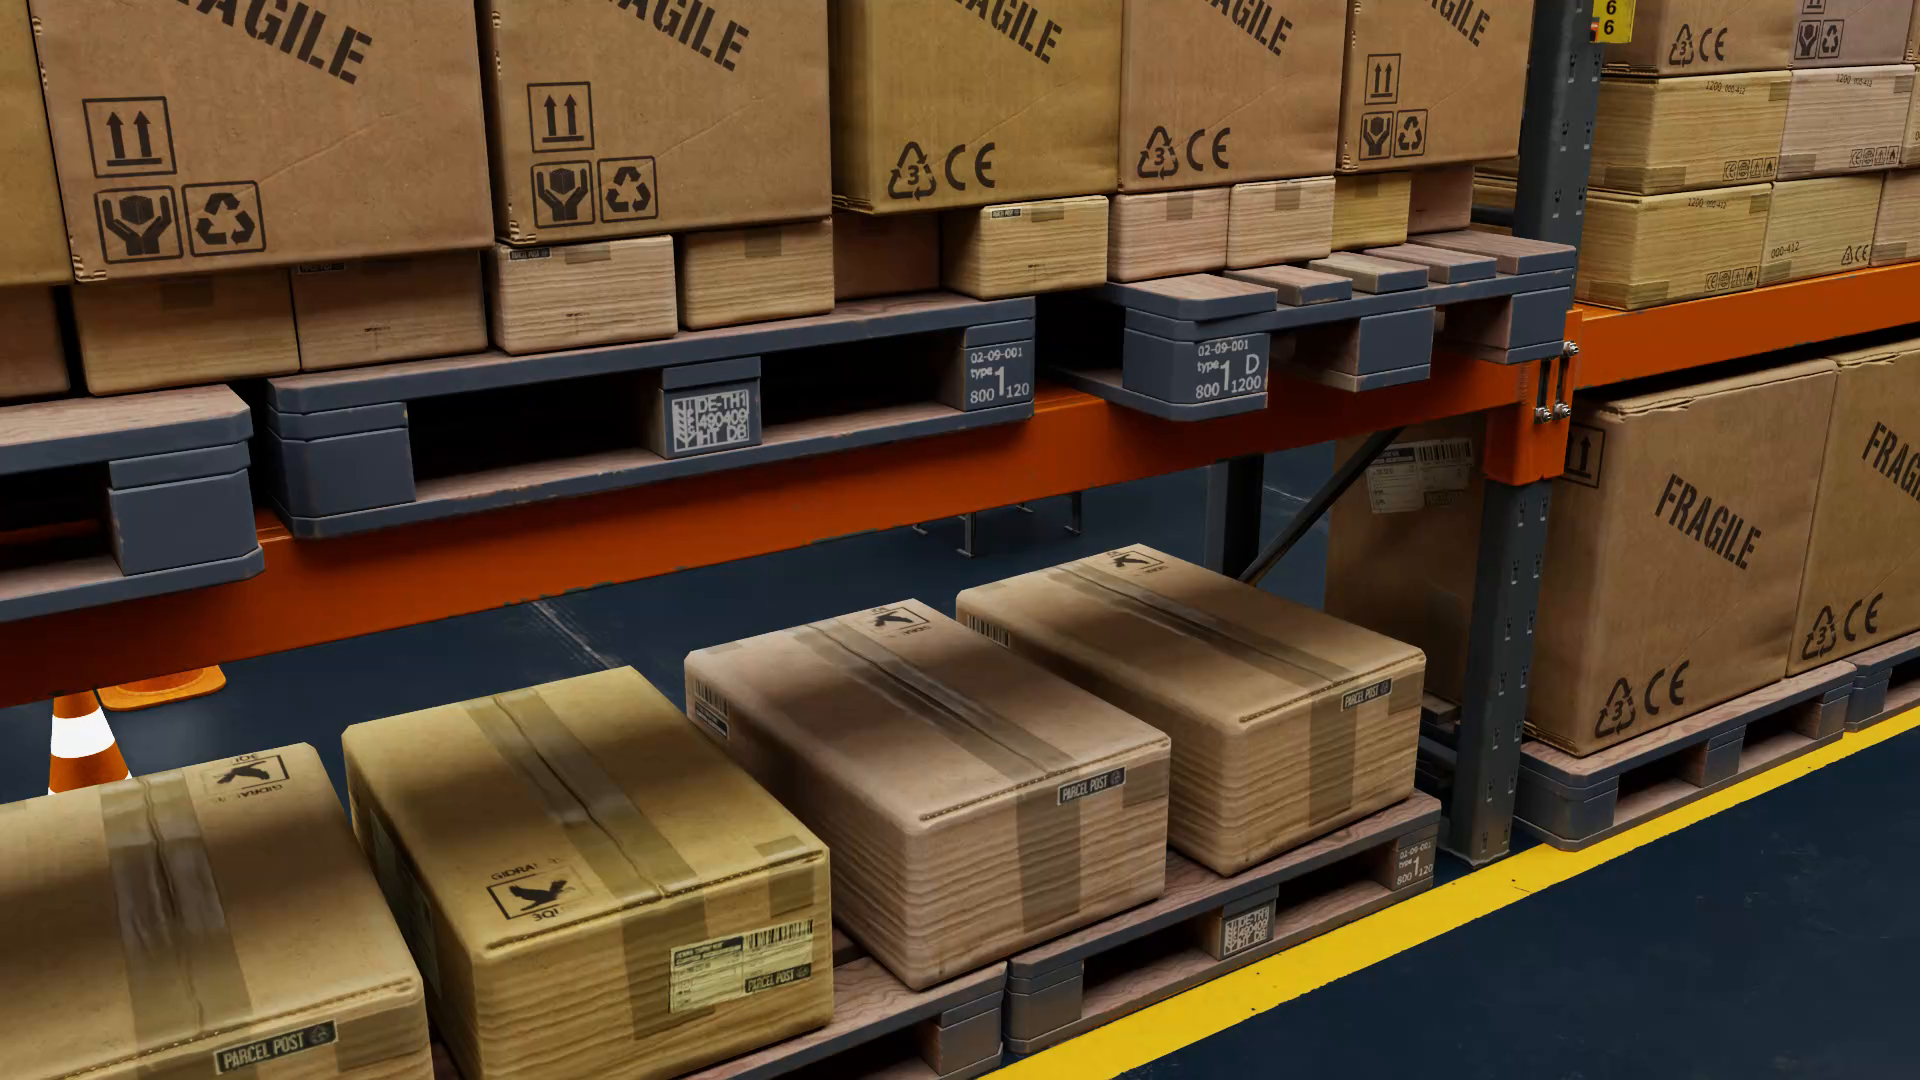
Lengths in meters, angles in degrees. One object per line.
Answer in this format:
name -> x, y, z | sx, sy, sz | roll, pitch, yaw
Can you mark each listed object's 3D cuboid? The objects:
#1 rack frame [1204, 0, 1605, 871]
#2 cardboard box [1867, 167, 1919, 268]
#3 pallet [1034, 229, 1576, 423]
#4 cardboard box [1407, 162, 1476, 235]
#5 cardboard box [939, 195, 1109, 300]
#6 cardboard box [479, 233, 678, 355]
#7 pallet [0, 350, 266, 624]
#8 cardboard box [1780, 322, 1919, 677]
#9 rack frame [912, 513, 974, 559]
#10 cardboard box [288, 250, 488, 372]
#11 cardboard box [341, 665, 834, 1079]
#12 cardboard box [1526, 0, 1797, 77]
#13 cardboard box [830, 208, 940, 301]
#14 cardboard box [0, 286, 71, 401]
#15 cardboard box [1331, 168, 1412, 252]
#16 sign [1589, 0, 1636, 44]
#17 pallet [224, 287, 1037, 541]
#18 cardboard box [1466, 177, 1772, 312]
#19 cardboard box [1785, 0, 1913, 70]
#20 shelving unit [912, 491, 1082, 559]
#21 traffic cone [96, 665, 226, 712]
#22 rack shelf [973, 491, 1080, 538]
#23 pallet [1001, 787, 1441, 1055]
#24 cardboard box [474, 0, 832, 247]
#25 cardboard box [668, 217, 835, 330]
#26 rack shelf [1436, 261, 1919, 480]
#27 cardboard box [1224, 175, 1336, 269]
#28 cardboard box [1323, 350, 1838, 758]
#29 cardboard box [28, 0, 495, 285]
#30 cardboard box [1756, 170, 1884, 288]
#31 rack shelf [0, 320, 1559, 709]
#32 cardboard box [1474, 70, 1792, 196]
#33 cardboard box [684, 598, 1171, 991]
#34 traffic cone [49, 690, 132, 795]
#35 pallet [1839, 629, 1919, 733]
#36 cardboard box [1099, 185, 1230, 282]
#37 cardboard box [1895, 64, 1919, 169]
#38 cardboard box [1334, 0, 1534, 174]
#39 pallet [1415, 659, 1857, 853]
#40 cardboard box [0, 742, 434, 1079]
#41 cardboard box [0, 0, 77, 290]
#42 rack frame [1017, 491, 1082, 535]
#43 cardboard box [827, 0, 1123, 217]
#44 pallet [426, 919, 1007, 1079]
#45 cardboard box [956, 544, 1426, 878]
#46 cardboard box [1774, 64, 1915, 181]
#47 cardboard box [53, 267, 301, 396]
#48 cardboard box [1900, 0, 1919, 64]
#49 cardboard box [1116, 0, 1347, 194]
rack frame -> 0.993, -0.784, 3.879 | 0.127, 3.000, 1.000 | -12, 22, -31
cardboard box -> 2.401, -0.917, 4.509 | 0.500, 0.250, 0.500 | -11, 22, -30
pallet -> 0.457, -0.539, 3.454 | 1.003, 0.211, 1.213 | -12, 22, -31
cardboard box -> 0.849, -0.743, 3.495 | 0.250, 0.149, 0.380 | -11, 22, -29
cardboard box -> 0.042, -0.525, 2.852 | 0.250, 0.149, 0.380 | -11, 22, -30
cardboard box -> -0.608, -0.394, 2.463 | 0.250, 0.149, 0.380 | -11, 22, -29
pallet -> -1.629, -0.084, 2.109 | 1.213, 0.211, 1.003 | -12, 22, -31
cardboard box -> 2.363, -0.231, 4.907 | 0.875, 0.875, 0.875 | -12, 22, -31
rack frame -> -0.066, -0.981, 5.868 | 0.015, 2.100, 0.400 | -12, 22, -31
cardboard box -> -0.859, -0.361, 2.365 | 0.250, 0.149, 0.380 | -12, 22, -31
cardboard box -> -0.733, 0.623, 3.165 | 0.625, 0.372, 0.950 | -11, 22, -30
cardboard box -> 1.540, -1.326, 3.766 | 0.500, 0.500, 0.500 | -13, 22, -33
cardboard box -> -0.237, -0.515, 2.821 | 0.250, 0.149, 0.380 | -12, 22, -31
cardboard box -> -1.304, -0.284, 2.137 | 0.250, 0.149, 0.380 | -10, 21, -28
cardboard box -> 0.665, -0.676, 3.298 | 0.250, 0.149, 0.380 | -12, 22, -31
sign -> 1.300, -1.151, 3.282 | 0.005, 0.325, 0.100 | -12, 22, -31
pallet -> -0.638, -0.333, 2.846 | 1.213, 0.211, 1.003 | -12, 22, -31
cardboard box -> 1.540, -0.731, 3.959 | 0.500, 0.250, 0.500 | -12, 22, -32
cardboard box -> 1.949, -1.416, 4.032 | 0.500, 0.500, 0.500 | -12, 22, -31
shelving unit -> 0.138, -1.024, 5.995 | 0.503, 2.100, 0.431 | -12, 22, -31
traffic cone -> -2.390, 0.211, 4.897 | 0.334, 0.463, 0.336 | -12, 22, -31
rack shelf -> 0.138, -0.348, 6.223 | 0.480, 0.518, 0.431 | -12, 22, -31
pallet -> 0.340, 0.675, 3.919 | 1.213, 0.211, 1.003 | -12, 22, -31
cardboard box -> -0.537, -0.737, 2.466 | 0.500, 0.500, 0.500 | -13, 23, -34
cardboard box -> -0.402, -0.449, 2.625 | 0.250, 0.149, 0.380 | -13, 22, -33
rack shelf -> 2.664, -0.795, 5.036 | 4.000, 0.370, 1.077 | -12, 22, -31
cardboard box -> 0.479, -0.620, 3.131 | 0.250, 0.149, 0.380 | -12, 22, -32
cardboard box -> 1.616, -0.075, 4.446 | 0.875, 0.875, 0.875 | -12, 22, -32
cardboard box -> -0.960, -0.644, 2.189 | 0.500, 0.500, 0.500 | -12, 22, -32
cardboard box -> 1.959, -0.827, 4.240 | 0.500, 0.250, 0.500 | -13, 22, -33
rack shelf -> -0.677, -0.090, 2.952 | 4.000, 0.370, 1.077 | -12, 22, -31
cardboard box -> 1.552, -0.973, 3.891 | 0.500, 0.250, 0.500 | -12, 22, -32
cardboard box -> -0.096, 0.491, 3.555 | 0.625, 0.372, 0.950 | -12, 22, -32
traffic cone -> -2.082, 0.530, 3.955 | 0.334, 0.463, 0.336 | -12, 22, -31
pallet -> 2.711, 0.205, 5.308 | 1.213, 0.211, 1.003 | -12, 22, -31
cardboard box -> 0.264, -0.578, 3.006 | 0.250, 0.149, 0.380 | -13, 23, -34
cardboard box -> 2.408, -1.148, 4.410 | 0.500, 0.250, 0.500 | -12, 22, -32
cardboard box -> 0.766, -1.016, 3.291 | 0.500, 0.500, 0.500 | -13, 22, -33
pallet -> 1.693, 0.419, 4.677 | 1.213, 0.211, 1.003 | -12, 22, -31
cardboard box -> -1.312, 0.746, 2.801 | 0.625, 0.372, 0.950 | -10, 21, -28
cardboard box -> -1.380, -0.560, 1.943 | 0.500, 0.500, 0.500 | -12, 22, -31
rack frame -> 0.342, -1.067, 6.122 | 0.015, 2.100, 0.400 | -12, 22, -31
cardboard box -> -0.080, -0.833, 2.749 | 0.500, 0.500, 0.500 | -14, 23, -35
pallet -> -0.678, 0.888, 3.288 | 1.213, 0.211, 1.003 | -12, 22, -31
cardboard box -> 0.516, 0.359, 3.946 | 0.625, 0.372, 0.950 | -14, 23, -35
cardboard box -> 1.984, -1.063, 4.160 | 0.500, 0.250, 0.500 | -11, 22, -30
cardboard box -> -1.066, -0.318, 2.238 | 0.250, 0.149, 0.380 | -12, 22, -31
cardboard box -> 2.389, -1.503, 4.290 | 0.500, 0.500, 0.500 | -11, 22, -30
cardboard box -> 0.341, -0.922, 3.013 | 0.500, 0.500, 0.500 | -12, 22, -32
